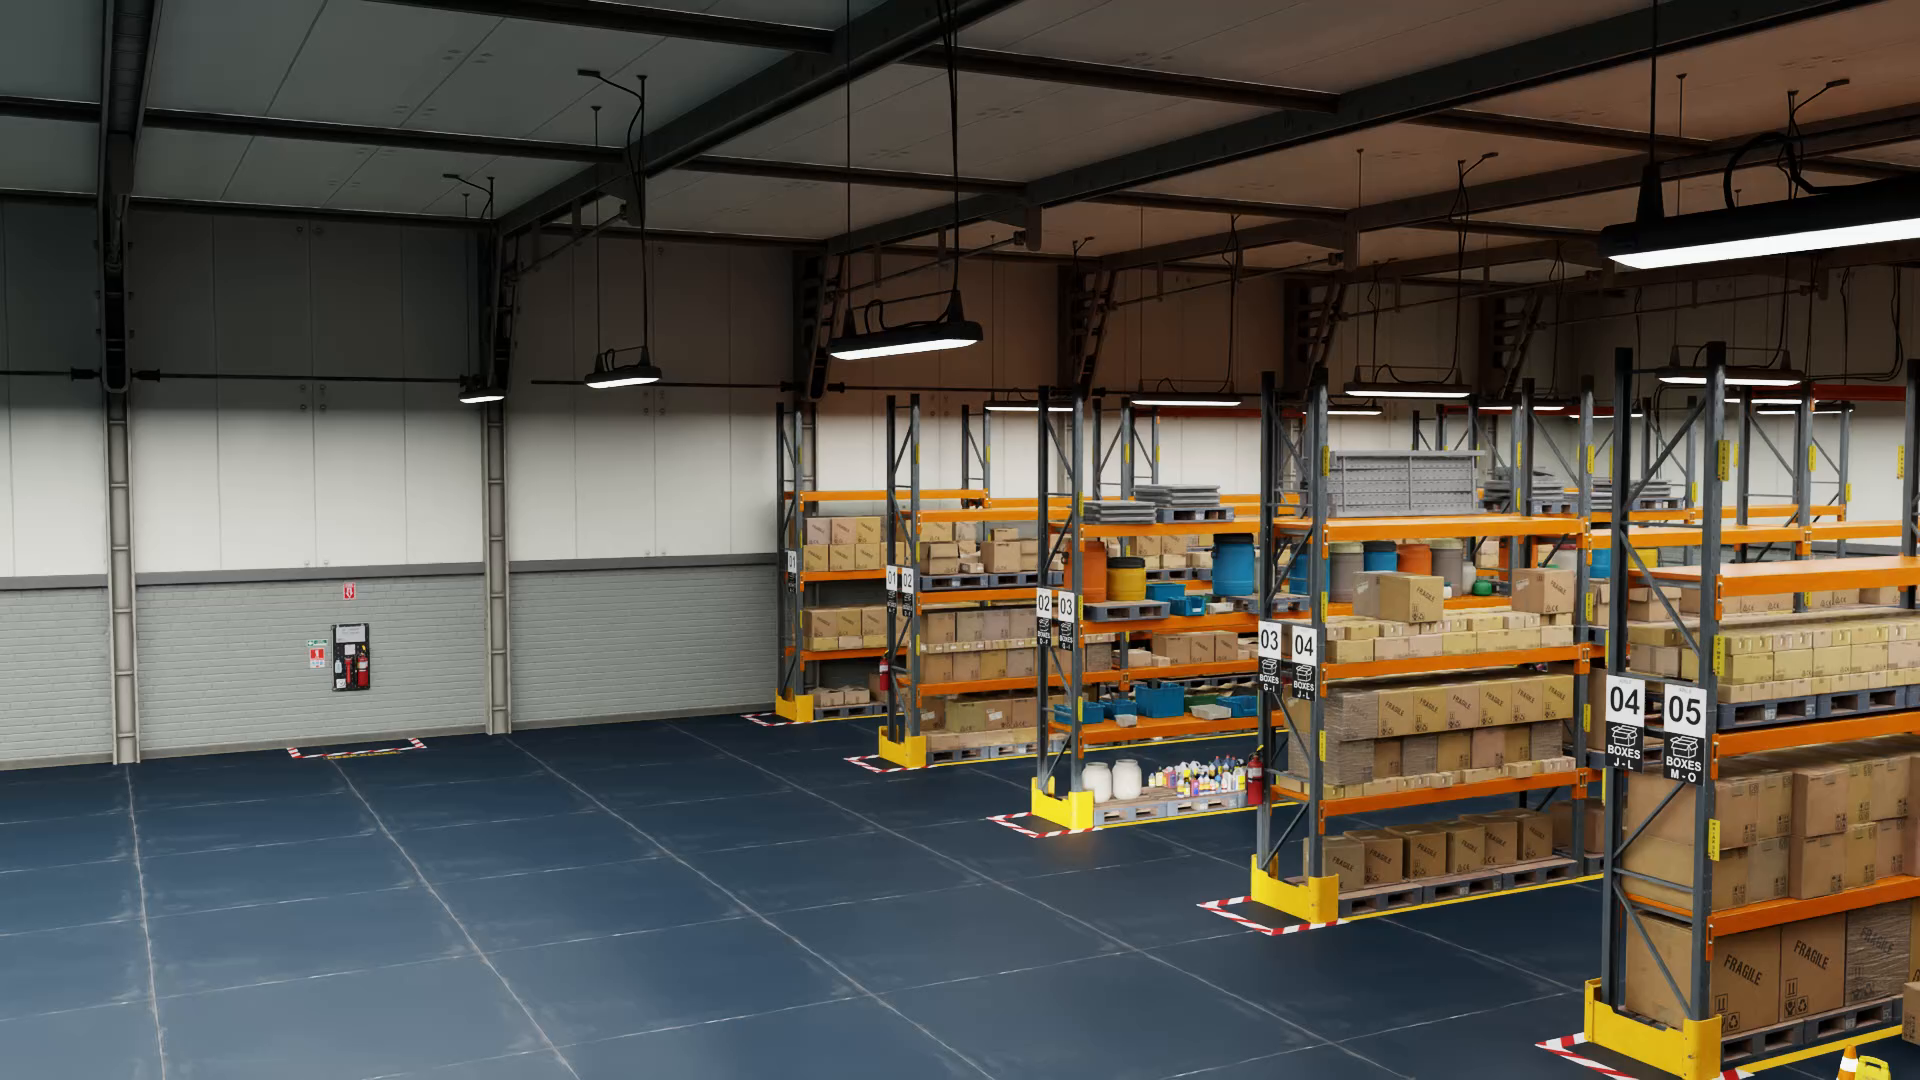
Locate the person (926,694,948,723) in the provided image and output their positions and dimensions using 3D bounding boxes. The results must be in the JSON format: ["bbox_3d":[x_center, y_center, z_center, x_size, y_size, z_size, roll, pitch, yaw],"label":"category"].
[{"bbox_3d":[-0.419,2.605,29.820,0.625,1.792,0.627,-2,4,-31],"label":"person"}]
